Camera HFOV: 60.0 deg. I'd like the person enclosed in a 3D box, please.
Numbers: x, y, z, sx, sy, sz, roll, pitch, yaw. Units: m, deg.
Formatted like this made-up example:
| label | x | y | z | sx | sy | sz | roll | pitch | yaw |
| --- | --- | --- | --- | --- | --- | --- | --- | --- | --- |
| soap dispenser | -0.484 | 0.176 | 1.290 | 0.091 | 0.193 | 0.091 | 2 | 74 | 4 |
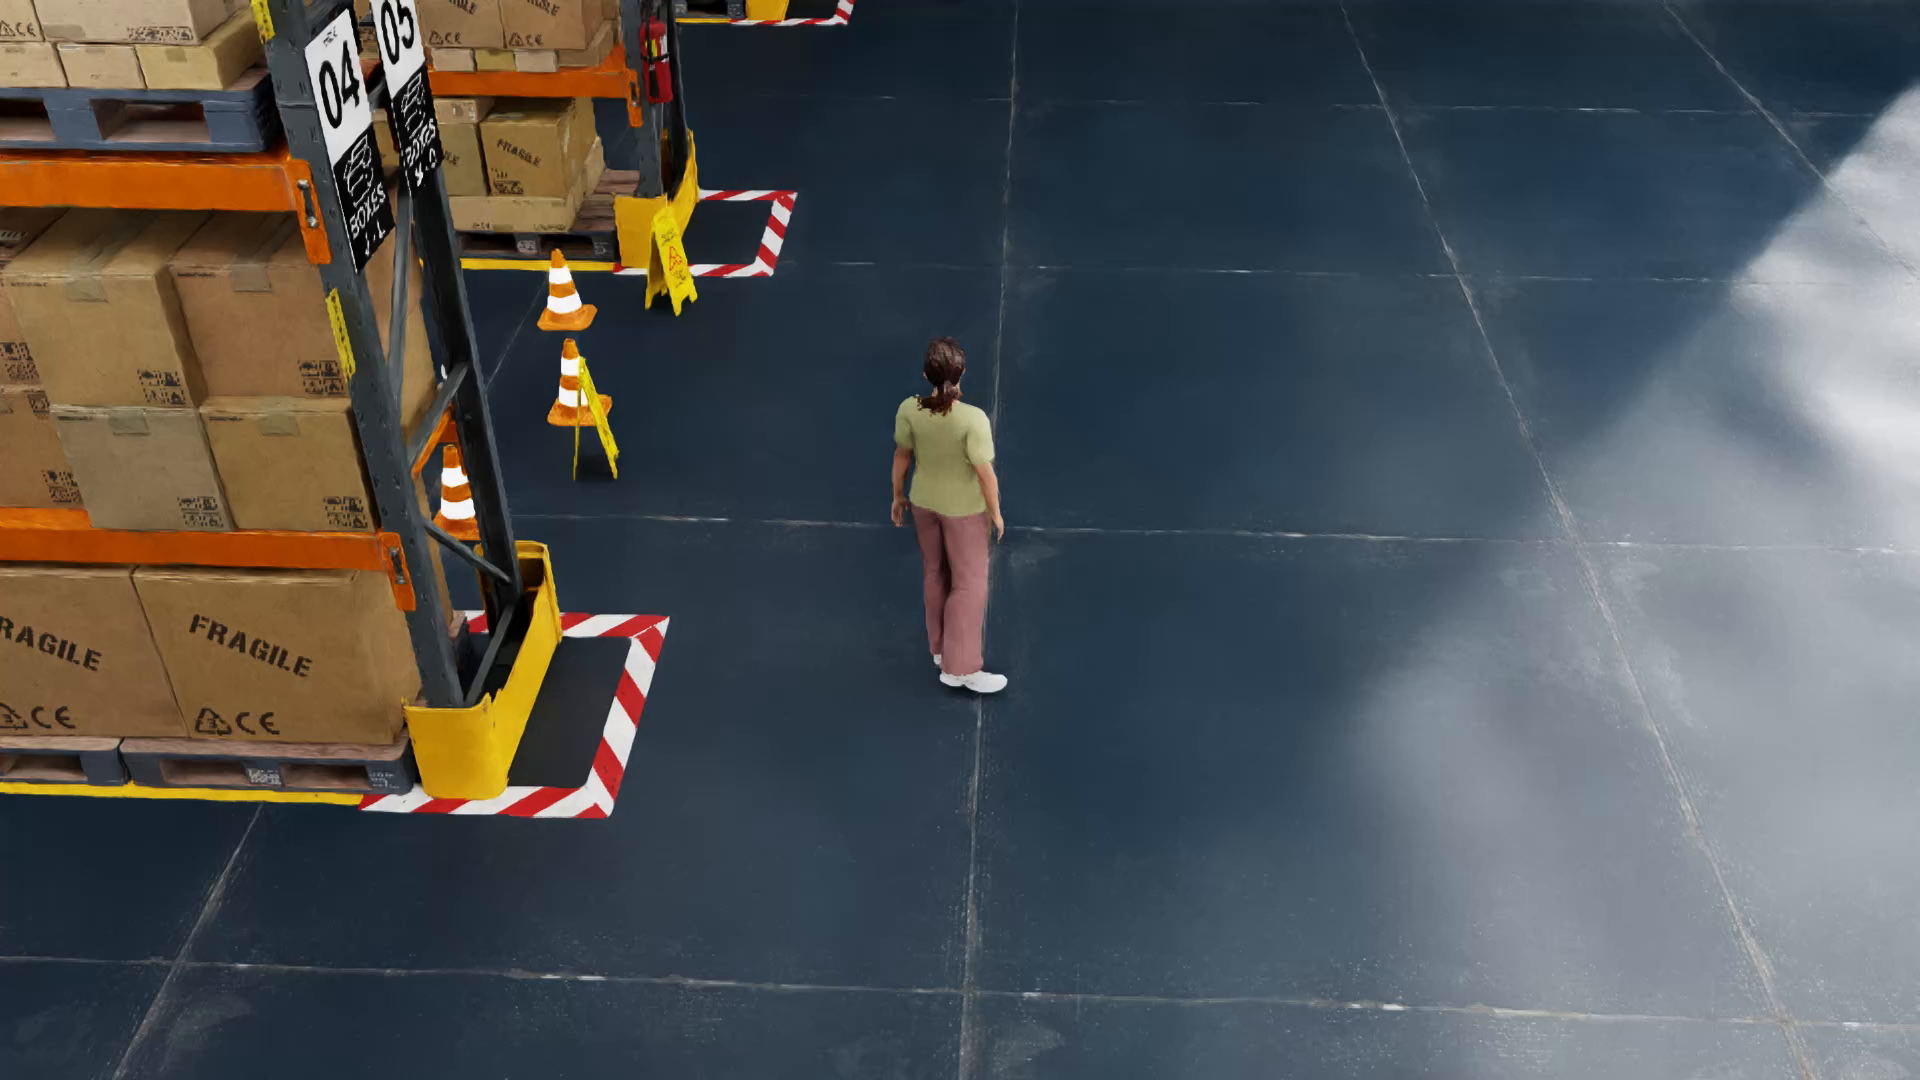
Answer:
| label | x | y | z | sx | sy | sz | roll | pitch | yaw |
| --- | --- | --- | --- | --- | --- | --- | --- | --- | --- |
| person | -0.014 | -0.119 | 7.265 | 0.609 | 1.667 | 0.435 | 18 | 39 | 23 |
